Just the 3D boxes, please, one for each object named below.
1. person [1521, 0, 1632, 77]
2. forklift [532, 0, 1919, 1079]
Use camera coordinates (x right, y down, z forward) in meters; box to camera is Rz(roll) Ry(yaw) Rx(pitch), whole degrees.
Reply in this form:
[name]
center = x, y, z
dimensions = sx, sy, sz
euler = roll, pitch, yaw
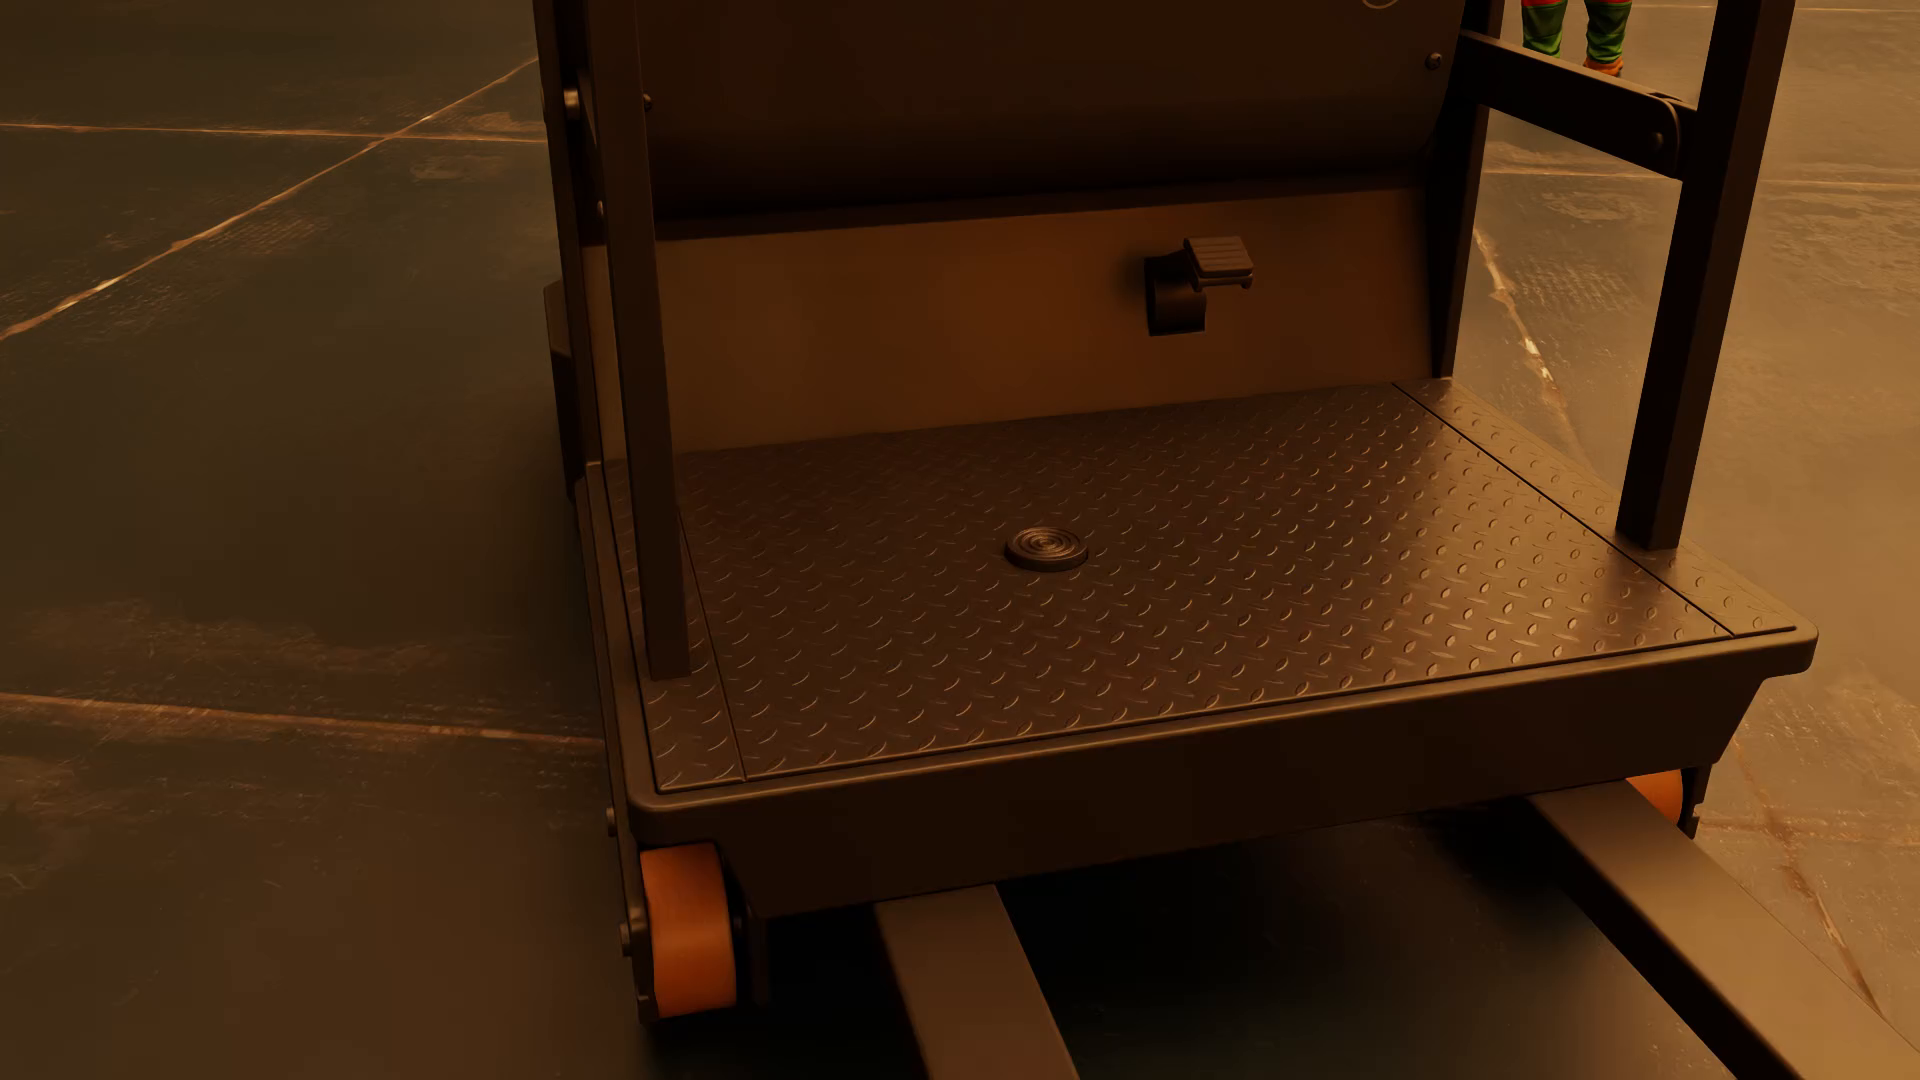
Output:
[person]
center = 1.946, -2.348, 5.194
dimensions = 0.638, 1.785, 0.561
euler = 3, 27, 7
[forklift]
center = 0.153, -1.049, 1.319
dimensions = 1.130, 2.935, 3.031
euler = -7, 27, -13
